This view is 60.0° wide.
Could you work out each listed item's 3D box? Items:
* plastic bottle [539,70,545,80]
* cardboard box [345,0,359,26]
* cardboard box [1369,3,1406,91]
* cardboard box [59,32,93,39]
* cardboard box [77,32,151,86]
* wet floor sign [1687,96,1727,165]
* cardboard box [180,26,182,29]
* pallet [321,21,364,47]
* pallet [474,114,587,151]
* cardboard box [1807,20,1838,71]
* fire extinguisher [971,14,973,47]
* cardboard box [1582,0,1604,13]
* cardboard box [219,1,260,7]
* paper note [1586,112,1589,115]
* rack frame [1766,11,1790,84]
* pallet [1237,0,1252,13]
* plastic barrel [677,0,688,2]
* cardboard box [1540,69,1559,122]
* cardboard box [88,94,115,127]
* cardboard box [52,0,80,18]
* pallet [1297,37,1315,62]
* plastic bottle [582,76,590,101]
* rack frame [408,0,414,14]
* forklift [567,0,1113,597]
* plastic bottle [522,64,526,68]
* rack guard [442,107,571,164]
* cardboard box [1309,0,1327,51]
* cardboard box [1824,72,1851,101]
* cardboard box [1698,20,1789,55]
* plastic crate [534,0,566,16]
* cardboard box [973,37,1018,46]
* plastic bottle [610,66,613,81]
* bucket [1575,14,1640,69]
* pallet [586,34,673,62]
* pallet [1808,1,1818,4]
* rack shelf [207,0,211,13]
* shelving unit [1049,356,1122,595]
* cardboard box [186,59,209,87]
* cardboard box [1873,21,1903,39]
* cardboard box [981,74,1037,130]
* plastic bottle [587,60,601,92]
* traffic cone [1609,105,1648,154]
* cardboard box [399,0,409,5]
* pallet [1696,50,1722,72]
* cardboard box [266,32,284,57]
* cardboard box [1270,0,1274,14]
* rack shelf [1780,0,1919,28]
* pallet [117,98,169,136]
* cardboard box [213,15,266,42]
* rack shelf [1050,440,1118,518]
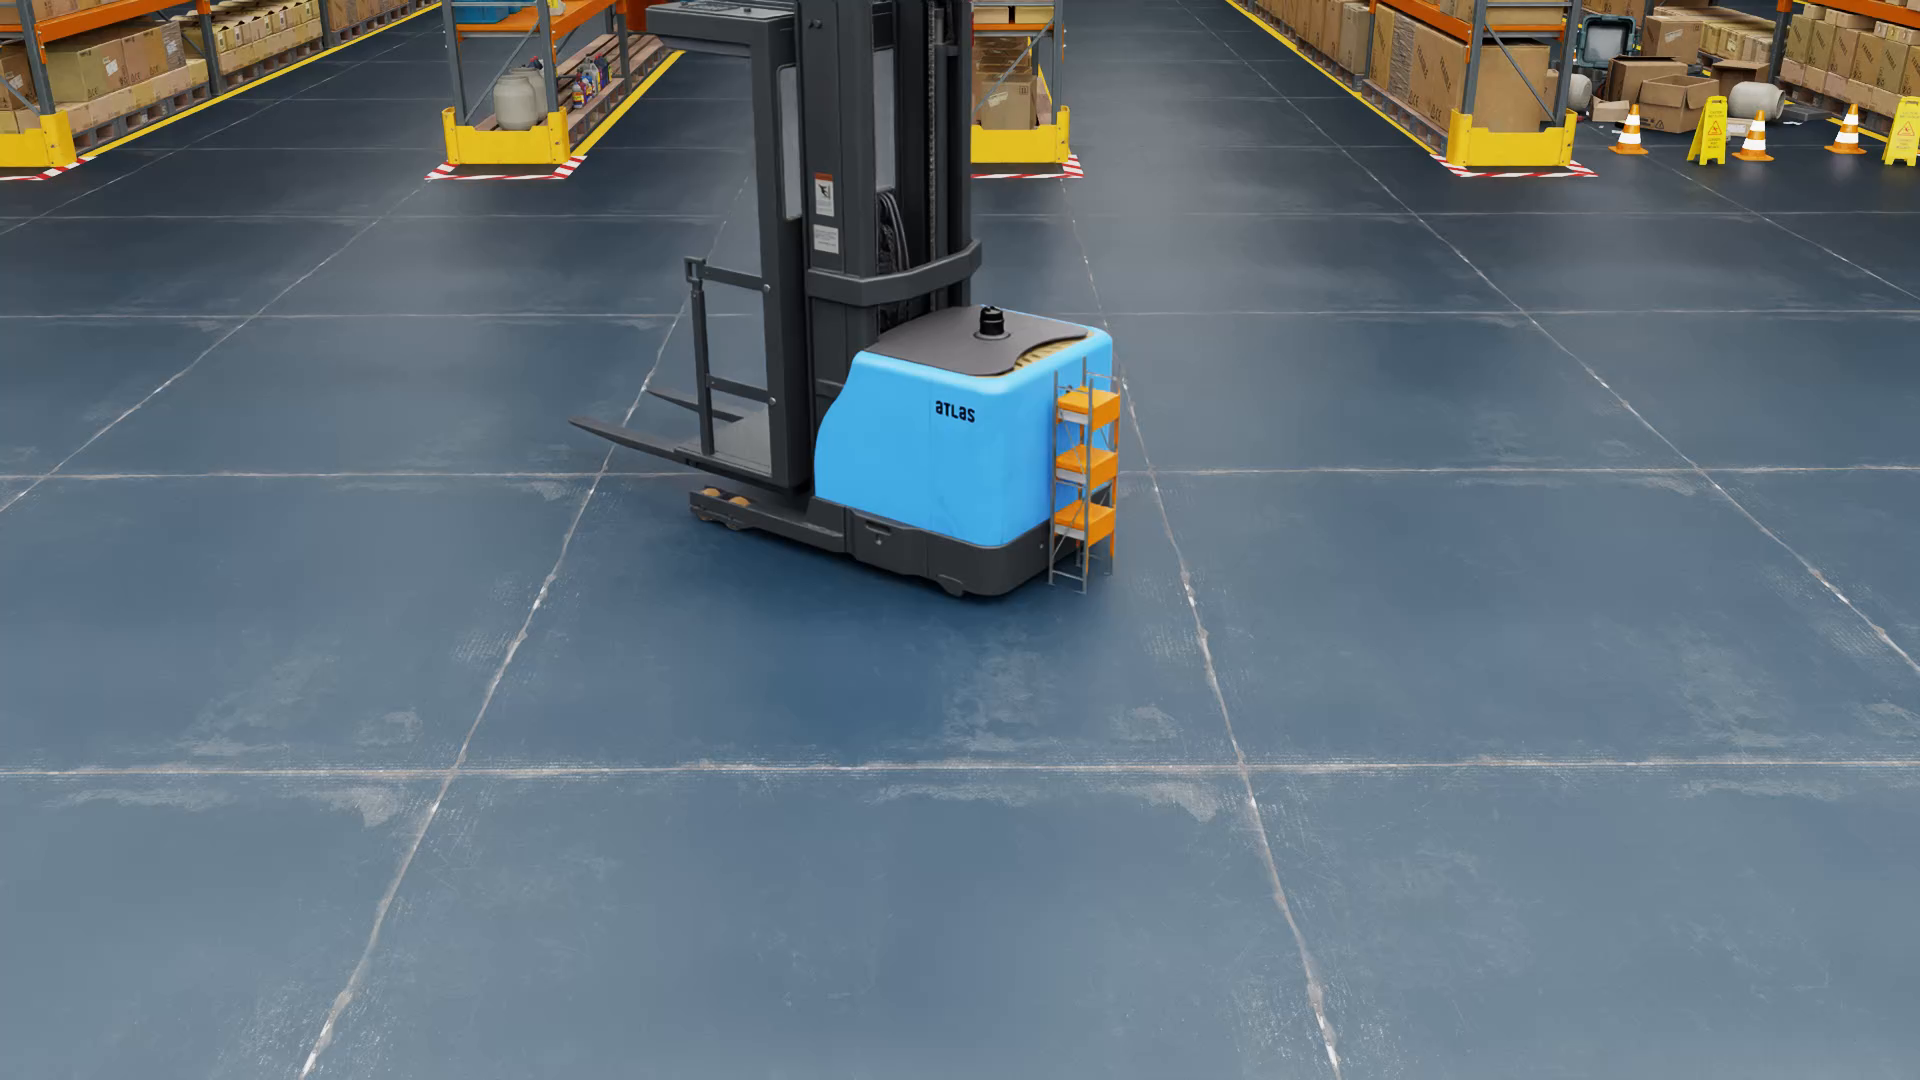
[{"bbox_3d":[-4.755,-5.168,18.807,0.152,0.276,0.135,0,24,-1],"label":"plastic bottle"},{"bbox_3d":[-9.231,-7.878,24.529,0.500,0.500,0.500,-1,24,-2],"label":"cardboard box"},{"bbox_3d":[5.347,-5.751,19.395,0.875,0.875,0.875,0,24,0],"label":"cardboard box"},{"bbox_3d":[-9.746,-5.234,18.099,0.500,0.500,0.500,0,24,-1],"label":"cardboard box"},{"bbox_3d":[-9.210,-5.236,18.104,0.500,0.500,0.500,0,24,-1],"label":"cardboard box"},{"bbox_3d":[7.434,-4.064,16.452,0.267,0.644,0.232,-4,25,-10],"label":"wet floor sign"},{"bbox_3d":[-9.747,-6.124,20.296,0.500,0.311,0.500,0,24,-1],"label":"cardboard box"},{"bbox_3d":[-9.470,-7.449,24.465,1.003,0.211,1.213,0,24,-1],"label":"pallet"},{"bbox_3d":[-4.511,-4.232,17.351,1.003,0.211,1.213,0,24,-1],"label":"pallet"},{"bbox_3d":[10.113,-5.667,19.057,0.500,0.500,0.500,1,24,2],"label":"cardboard box"},{"bbox_3d":[0.034,-5.074,15.923,0.296,0.674,0.183,0,24,-1],"label":"fire extinguisher"},{"bbox_3d":[10.376,-8.744,26.012,0.875,0.875,0.875,0,24,1],"label":"cardboard box"},{"bbox_3d":[-9.774,-7.173,22.616,0.500,0.311,0.500,-1,24,-2],"label":"cardboard box"},{"bbox_3d":[7.255,-4.880,19.012,0.172,0.023,0.155,8,26,18],"label":"paper note"},{"bbox_3d":[10.359,-6.852,19.759,1.000,3.000,0.127,0,24,-1],"label":"rack frame"},{"bbox_3d":[5.280,-9.090,28.093,1.003,0.211,1.213,0,24,-1],"label":"pallet"},{"bbox_3d":[-4.594,-8.800,26.105,0.600,0.901,0.708,0,24,-1],"label":"plastic barrel"},{"bbox_3d":[6.453,-5.015,18.728,0.500,0.500,0.500,4,25,9],"label":"cardboard box"},{"bbox_3d":[-9.205,-4.482,17.347,0.500,0.250,0.500,0,24,-1],"label":"cardboard box"},{"bbox_3d":[-9.416,-5.570,16.804,0.700,0.500,0.500,0,24,1],"label":"cardboard box"},{"bbox_3d":[5.300,-6.840,23.118,1.003,0.211,1.213,0,24,-1],"label":"pallet"},{"bbox_3d":[-4.173,-5.025,18.497,0.097,0.271,0.097,0,24,0],"label":"plastic bottle"},{"bbox_3d":[-9.544,-10.060,26.854,1.000,3.000,0.127,0,24,-1],"label":"rack frame"},{"bbox_3d":[-0.756,-1.541,8.101,3.031,2.935,1.130,17,29,32],"label":"forklift"},{"bbox_3d":[-4.903,-5.191,18.768,0.144,0.351,0.185,0,24,-1],"label":"plastic bottle"},{"bbox_3d":[-4.507,-4.029,16.551,1.175,0.500,0.348,0,24,-1],"label":"rack guard"},{"bbox_3d":[5.296,-6.991,22.287,1.050,0.750,0.750,0,24,0],"label":"cardboard box"},{"bbox_3d":[10.121,-5.107,18.729,0.500,0.250,0.500,-1,24,-1],"label":"cardboard box"},{"bbox_3d":[10.330,-6.644,21.980,0.950,0.372,0.625,1,24,1],"label":"cardboard box"},{"bbox_3d":[-4.148,-5.387,16.840,0.298,0.136,0.250,0,24,-1],"label":"plastic crate"},{"bbox_3d":[0.414,-5.694,19.724,0.500,0.500,0.500,-1,24,-2],"label":"cardboard box"},{"bbox_3d":[-4.188,-5.562,19.770,0.097,0.201,0.097,0,24,0],"label":"plastic bottle"},{"bbox_3d":[7.717,-5.943,19.878,0.726,0.611,0.620,8,16,18],"label":"bucket"},{"bbox_3d":[-4.577,-6.843,23.124,1.003,0.211,1.213,0,24,-1],"label":"pallet"},{"bbox_3d":[15.228,-9.184,28.301,1.003,0.211,1.213,0,24,-1],"label":"pallet"},{"bbox_3d":[-9.478,-7.260,21.536,1.077,0.370,4.000,0,24,-1],"label":"rack shelf"},{"bbox_3d":[0.570,-0.290,7.617,0.215,1.050,0.252,16,29,32],"label":"shelving unit"},{"bbox_3d":[-9.233,-5.512,19.625,0.500,0.250,0.500,0,24,-1],"label":"cardboard box"},{"bbox_3d":[10.061,-5.471,17.837,0.380,0.149,0.250,1,24,2],"label":"cardboard box"},{"bbox_3d":[0.503,-4.469,17.014,0.500,0.500,0.500,4,25,9],"label":"cardboard box"},{"bbox_3d":[-4.202,-5.302,19.014,0.144,0.351,0.185,0,24,-1],"label":"plastic bottle"},{"bbox_3d":[6.868,-4.209,16.994,0.336,0.463,0.334,0,24,-1],"label":"traffic cone"},{"bbox_3d":[-9.252,-8.920,26.832,0.500,0.500,0.500,0,24,-1],"label":"cardboard box"},{"bbox_3d":[10.333,-6.406,22.157,1.003,0.211,1.213,0,24,-1],"label":"pallet"},{"bbox_3d":[-9.230,-6.503,21.817,0.500,0.250,0.500,0,24,0],"label":"cardboard box"},{"bbox_3d":[5.092,-8.397,25.700,0.500,0.500,0.500,0,24,0],"label":"cardboard box"},{"bbox_3d":[10.381,-5.700,18.085,1.077,0.370,4.000,0,24,-1],"label":"rack shelf"},{"bbox_3d":[-9.473,-4.662,18.301,1.003,0.211,1.213,0,24,-1],"label":"pallet"},{"bbox_3d":[-9.219,-6.549,21.237,0.500,0.311,0.500,-1,24,-2],"label":"cardboard box"},{"bbox_3d":[0.570,-0.280,7.622,0.215,0.259,0.240,16,29,32],"label":"rack shelf"}]
